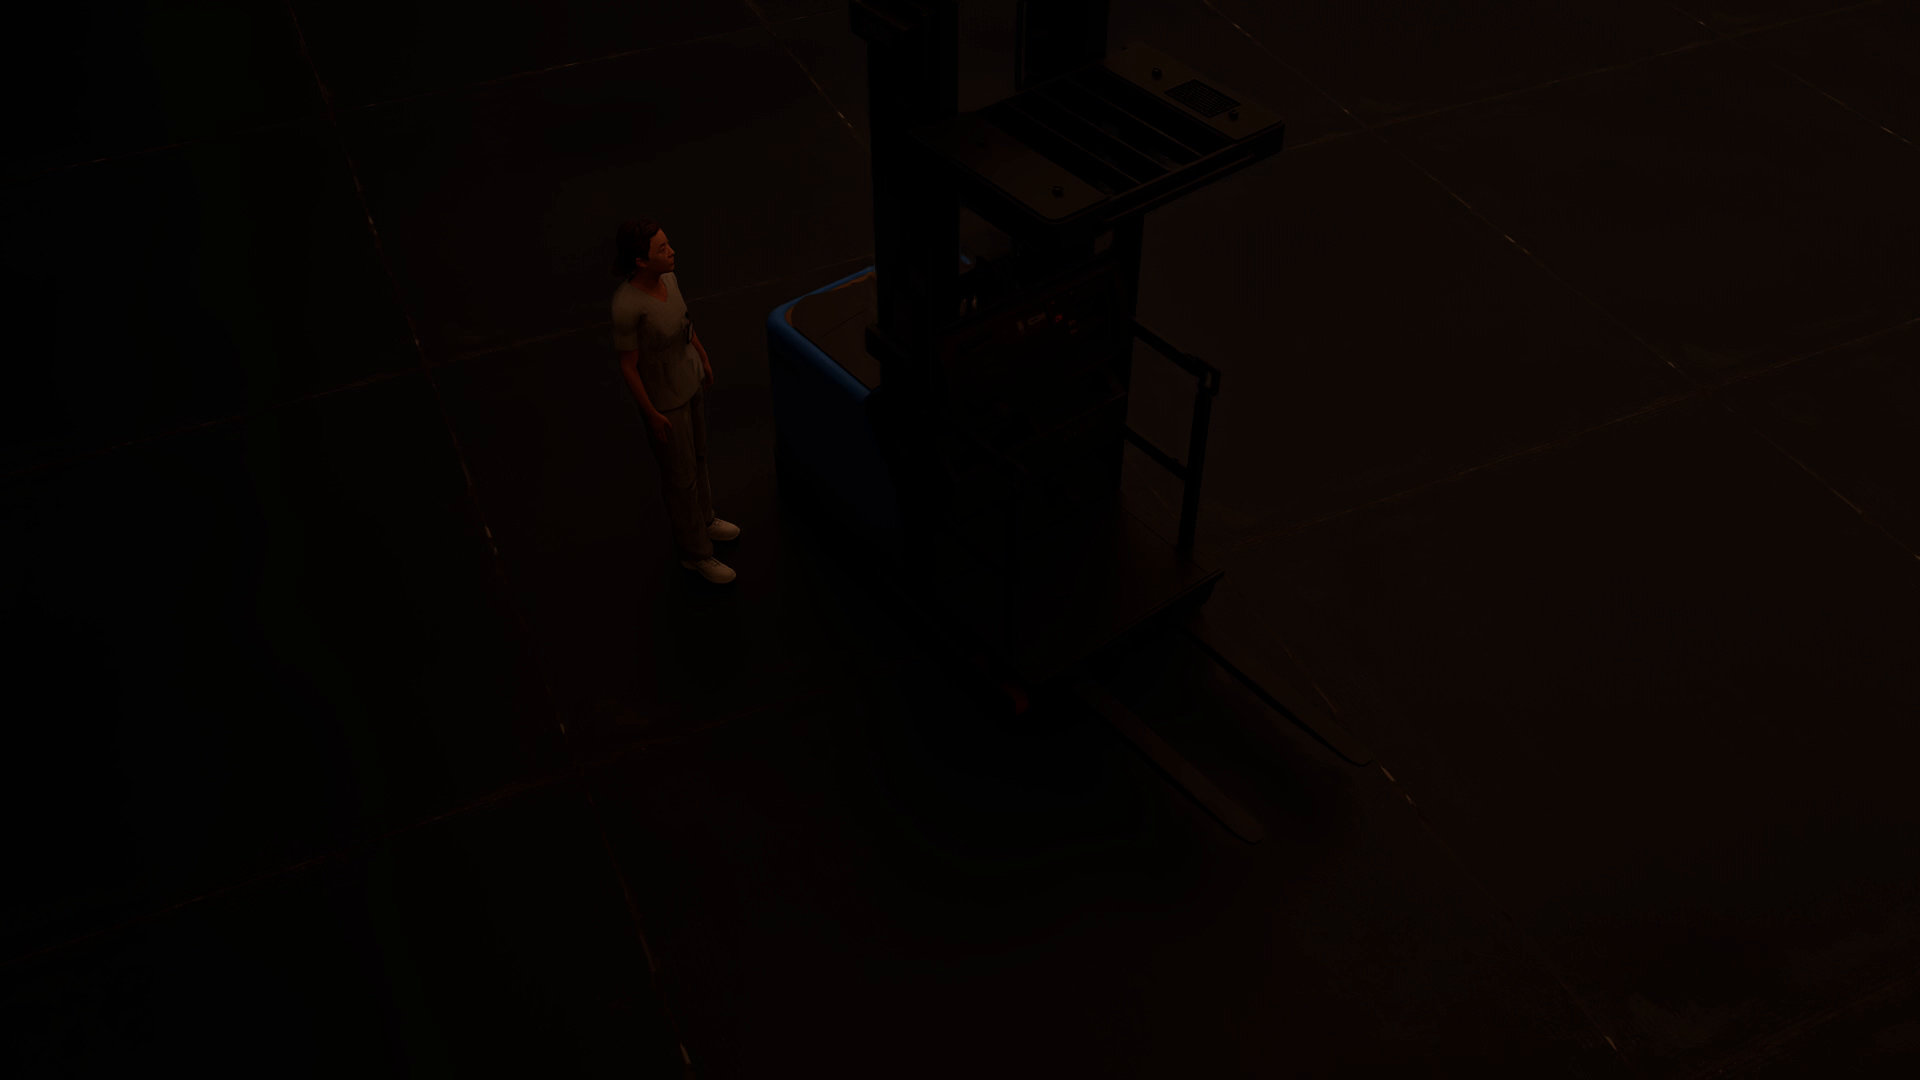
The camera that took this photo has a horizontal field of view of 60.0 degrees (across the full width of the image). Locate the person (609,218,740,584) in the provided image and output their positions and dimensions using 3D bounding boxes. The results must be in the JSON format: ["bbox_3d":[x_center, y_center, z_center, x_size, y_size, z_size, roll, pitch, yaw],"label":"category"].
[{"bbox_3d":[-1.205,-0.628,7.262,0.548,1.673,0.549,13,45,14],"label":"person"}]

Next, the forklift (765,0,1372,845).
[{"bbox_3d":[0.430,-0.709,6.440,1.130,2.935,3.031,-28,50,-27],"label":"forklift"}]
